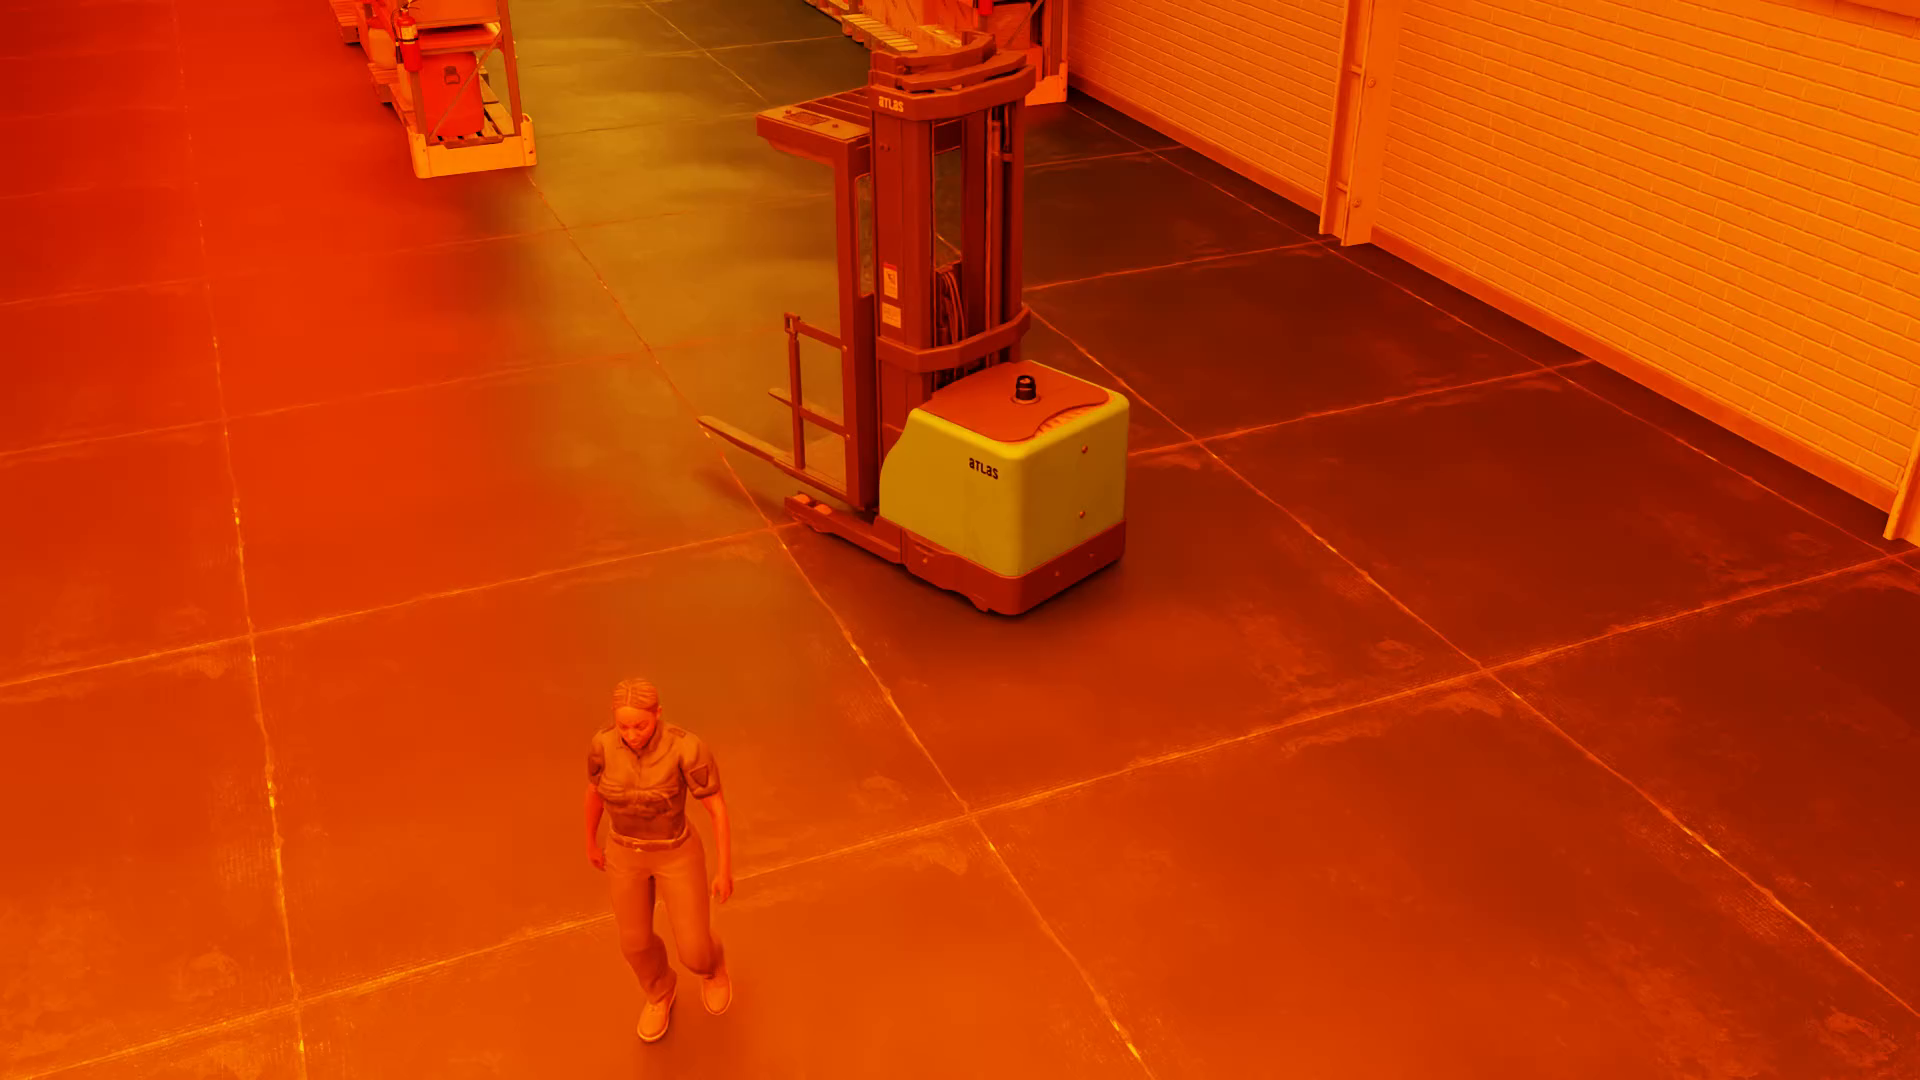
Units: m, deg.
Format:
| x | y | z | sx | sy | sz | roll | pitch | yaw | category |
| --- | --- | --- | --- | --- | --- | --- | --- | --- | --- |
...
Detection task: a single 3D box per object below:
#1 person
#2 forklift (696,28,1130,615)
| x | y | z | sx | sy | sz | roll | pitch | yaw | category |
| --- | --- | --- | --- | --- | --- | --- | --- | --- | --- |
| -1.148 | 1.223 | 6.288 | 0.611 | 1.639 | 0.448 | 3 | 30 | 5 | person |
| -0.436 | -1.483 | 9.714 | 3.031 | 2.935 | 1.130 | 26 | 39 | 37 | forklift |
